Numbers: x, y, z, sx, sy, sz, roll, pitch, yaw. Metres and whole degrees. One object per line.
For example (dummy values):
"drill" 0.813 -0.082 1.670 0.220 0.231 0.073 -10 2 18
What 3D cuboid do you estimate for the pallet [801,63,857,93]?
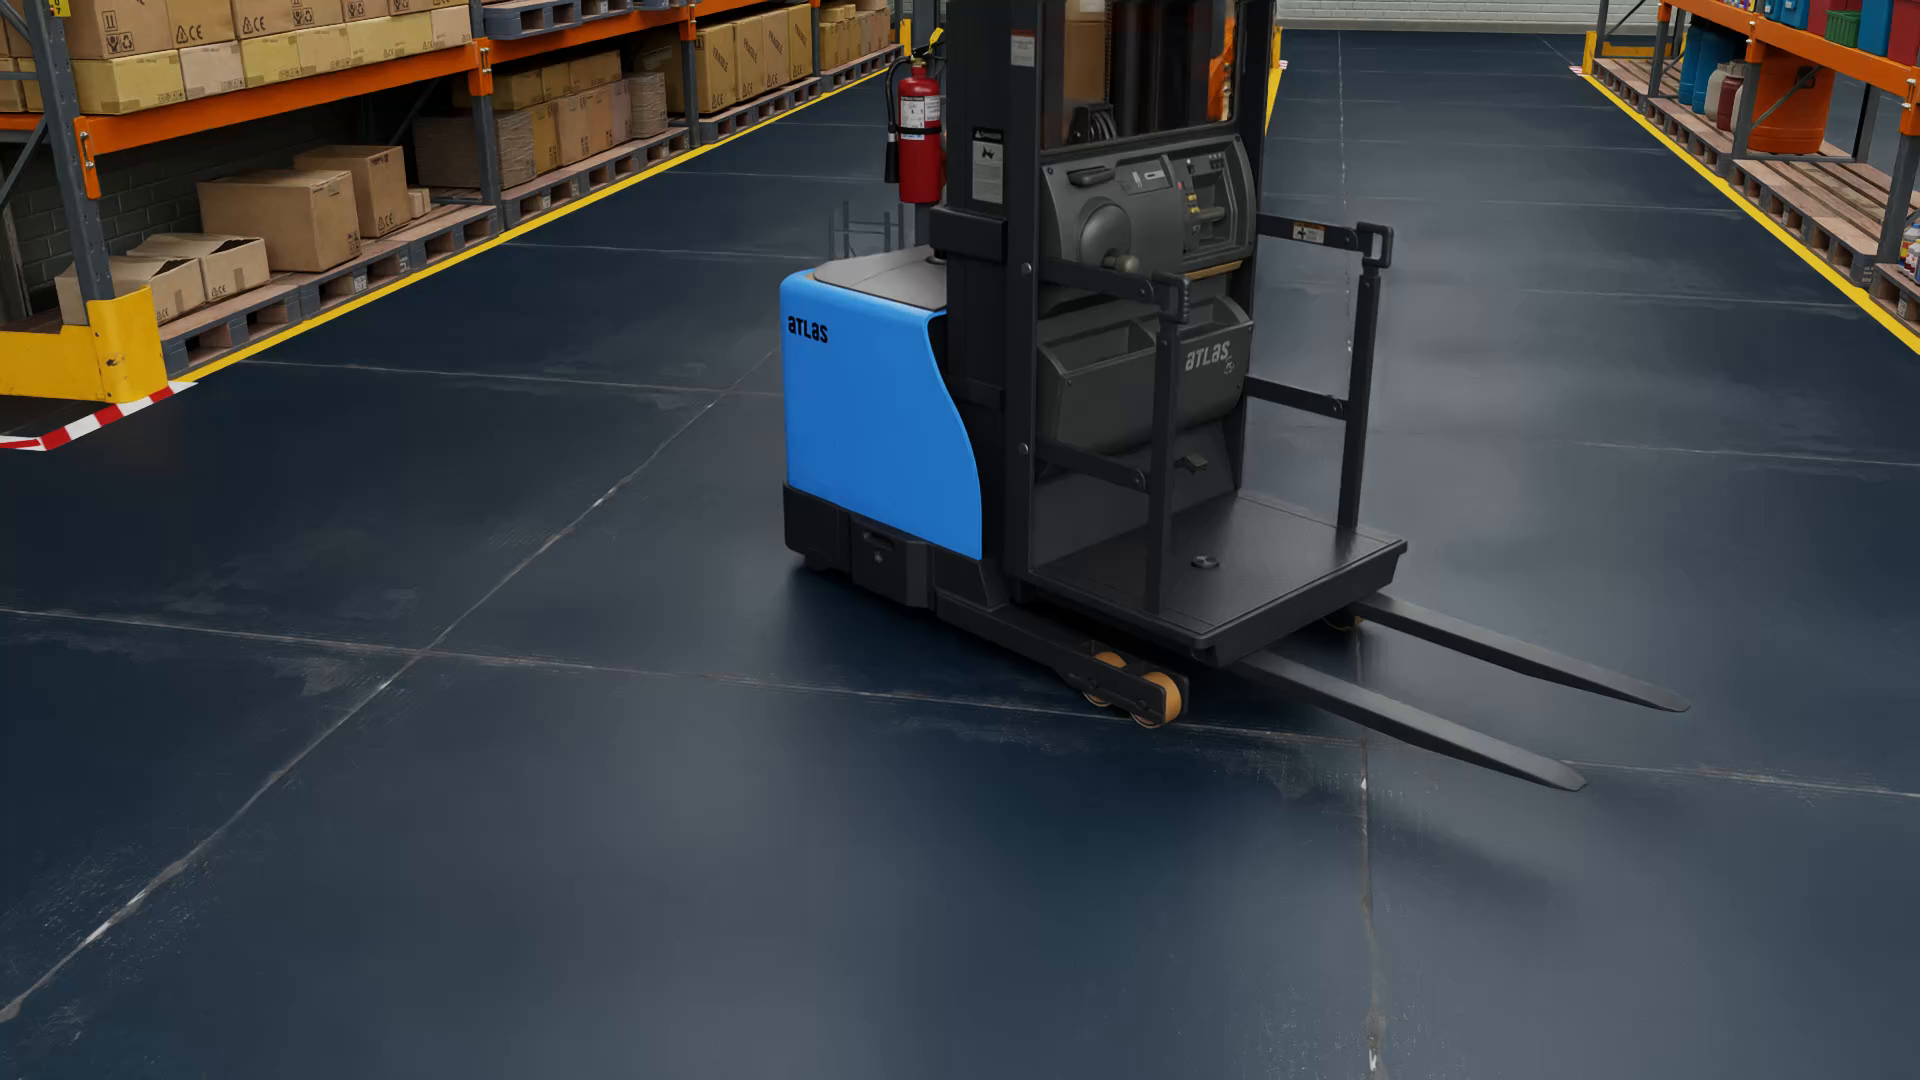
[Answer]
"pallet" -1.855 -5.489 19.700 1.003 0.211 1.213 4 22 11

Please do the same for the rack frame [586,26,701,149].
"rack frame" -2.903 -5.048 14.871 1.000 3.000 0.127 4 22 11

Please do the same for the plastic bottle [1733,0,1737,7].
"plastic bottle" 6.608 -4.613 14.058 0.097 0.201 0.097 0 22 0

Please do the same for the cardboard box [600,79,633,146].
"cardboard box" -3.218 -3.645 14.147 0.700 0.500 0.500 4 22 11

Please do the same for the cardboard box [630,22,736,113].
"cardboard box" -2.625 -4.504 15.838 0.750 0.750 0.750 4 22 10

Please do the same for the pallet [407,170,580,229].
"pallet" -3.562 -2.576 12.467 1.003 0.211 1.213 4 22 11

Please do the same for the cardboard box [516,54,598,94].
"cardboard box" -3.277 -3.781 13.479 0.500 0.250 0.500 4 22 11

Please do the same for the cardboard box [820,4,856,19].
"cardboard box" -1.479 -6.415 20.181 0.380 0.149 0.250 4 22 9

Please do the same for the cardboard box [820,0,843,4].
"cardboard box" -1.691 -6.737 20.982 0.380 0.149 0.250 5 22 12

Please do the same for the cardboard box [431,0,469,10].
"cardboard box" -3.513 -3.676 10.636 0.500 0.500 0.500 4 22 11

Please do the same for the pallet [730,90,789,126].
"pallet" -2.418 -4.482 17.199 1.003 0.211 1.213 4 22 11

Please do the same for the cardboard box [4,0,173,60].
"cardboard box" -4.144 -2.561 7.868 0.500 0.500 0.500 4 22 11

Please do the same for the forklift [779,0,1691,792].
"forklift" 0.741 -1.015 4.950 1.130 2.935 3.031 -20 29 -40

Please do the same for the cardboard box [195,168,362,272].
"cardboard box" -3.992 -1.886 9.777 0.700 0.500 0.500 3 22 8

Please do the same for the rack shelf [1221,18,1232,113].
"rack shelf" 1.539 -3.606 12.255 1.077 0.370 4.000 4 22 11

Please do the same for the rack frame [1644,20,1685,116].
"rack frame" 7.611 -5.755 16.629 1.000 3.000 0.127 4 22 11

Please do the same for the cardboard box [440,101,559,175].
"cardboard box" -3.529 -3.093 12.774 0.700 0.500 0.500 4 22 10

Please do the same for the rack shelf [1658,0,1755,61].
"rack shelf" 7.203 -4.690 14.947 1.077 0.370 4.000 4 22 11

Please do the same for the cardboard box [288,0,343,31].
"cardboard box" -3.828 -3.119 9.254 0.500 0.500 0.500 5 23 13

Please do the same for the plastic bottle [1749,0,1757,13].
"plastic bottle" 6.460 -4.419 13.466 0.061 0.283 0.133 4 22 11

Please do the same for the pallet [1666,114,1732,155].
"pallet" 7.166 -3.735 15.346 1.003 0.211 1.213 4 22 11

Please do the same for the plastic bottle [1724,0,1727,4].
"plastic bottle" 6.688 -4.755 14.411 0.097 0.201 0.097 0 22 0

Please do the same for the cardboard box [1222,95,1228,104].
"cardboard box" 1.876 -3.266 12.814 0.500 0.311 0.500 4 22 11

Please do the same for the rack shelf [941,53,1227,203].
"rack shelf" 0.723 -2.143 8.623 1.077 0.370 4.000 4 22 11

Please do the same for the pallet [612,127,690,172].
"pallet" -3.064 -3.468 14.683 1.003 0.211 1.213 4 22 11

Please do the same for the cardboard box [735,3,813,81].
"cardboard box" -2.093 -5.460 18.212 0.750 0.750 0.750 5 22 12

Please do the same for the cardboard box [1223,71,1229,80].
"cardboard box" 2.320 -3.861 14.681 0.500 0.500 0.500 5 23 13

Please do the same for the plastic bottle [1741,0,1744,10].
"plastic bottle" 6.549 -4.506 13.792 0.097 0.201 0.097 0 22 0

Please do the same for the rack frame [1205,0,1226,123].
"rack frame" 1.131 -3.208 10.305 1.000 3.000 0.127 4 22 11

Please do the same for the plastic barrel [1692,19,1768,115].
"plastic barrel" 7.339 -4.520 15.808 0.600 0.901 0.708 4 22 11

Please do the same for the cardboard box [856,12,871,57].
"cardboard box" -1.520 -6.378 20.959 0.700 0.500 0.500 4 22 9

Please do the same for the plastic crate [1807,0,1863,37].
"plastic crate" 6.166 -3.754 11.575 0.402 0.464 0.583 4 22 11

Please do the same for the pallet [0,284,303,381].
"pallet" -4.320 -1.151 8.928 1.003 0.211 1.213 4 22 11

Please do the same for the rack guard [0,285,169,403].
"rack guard" -4.520 -0.990 8.143 1.175 0.500 0.348 4 22 11

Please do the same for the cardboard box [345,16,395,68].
"cardboard box" -3.717 -2.961 9.865 0.500 0.250 0.500 4 22 11

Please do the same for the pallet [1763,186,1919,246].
"pallet" 6.348 -2.274 11.717 1.003 0.211 1.213 4 22 11

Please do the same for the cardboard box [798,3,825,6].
"cardboard box" -1.847 -6.456 20.284 0.380 0.149 0.250 5 22 11

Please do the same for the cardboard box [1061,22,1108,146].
"cardboard box" 0.422 -1.962 7.075 0.700 0.500 0.500 4 22 11

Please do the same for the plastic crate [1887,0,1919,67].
"plastic crate" 5.778 -3.060 9.850 0.402 0.464 0.583 4 22 11

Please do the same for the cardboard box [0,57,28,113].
"cardboard box" -4.630 -2.247 8.092 0.500 0.250 0.500 5 22 12

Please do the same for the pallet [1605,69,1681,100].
"pallet" 7.970 -5.181 18.936 1.003 0.211 1.213 4 22 11

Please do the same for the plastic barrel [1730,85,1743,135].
"plastic barrel" 6.906 -3.727 14.360 0.421 0.512 0.421 0 22 0

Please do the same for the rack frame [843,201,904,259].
"rack frame" -0.335 -0.728 6.555 0.240 1.200 0.006 5 21 13

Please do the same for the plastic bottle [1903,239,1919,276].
"plastic bottle" 5.464 -1.615 9.506 0.097 0.201 0.097 0 22 0

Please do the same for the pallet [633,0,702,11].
"pallet" -2.945 -4.690 14.240 1.213 0.211 1.003 4 22 11

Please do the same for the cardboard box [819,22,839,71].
"cardboard box" -1.834 -5.811 19.552 0.700 0.500 0.500 5 22 12

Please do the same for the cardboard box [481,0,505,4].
"cardboard box" -3.582 -4.019 11.594 0.700 0.500 0.500 5 22 11

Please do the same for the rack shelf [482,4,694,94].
"rack shelf" -3.311 -3.982 13.190 1.077 0.370 4.000 4 22 11

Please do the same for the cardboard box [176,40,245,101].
"cardboard box" -4.033 -2.407 8.488 0.500 0.250 0.500 4 22 9

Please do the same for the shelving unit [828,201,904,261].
"shelving unit" -0.357 -0.697 6.472 0.258 1.200 0.189 5 21 13

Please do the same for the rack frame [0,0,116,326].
"rack frame" -4.536 -2.122 7.607 1.000 3.000 0.127 4 22 11
